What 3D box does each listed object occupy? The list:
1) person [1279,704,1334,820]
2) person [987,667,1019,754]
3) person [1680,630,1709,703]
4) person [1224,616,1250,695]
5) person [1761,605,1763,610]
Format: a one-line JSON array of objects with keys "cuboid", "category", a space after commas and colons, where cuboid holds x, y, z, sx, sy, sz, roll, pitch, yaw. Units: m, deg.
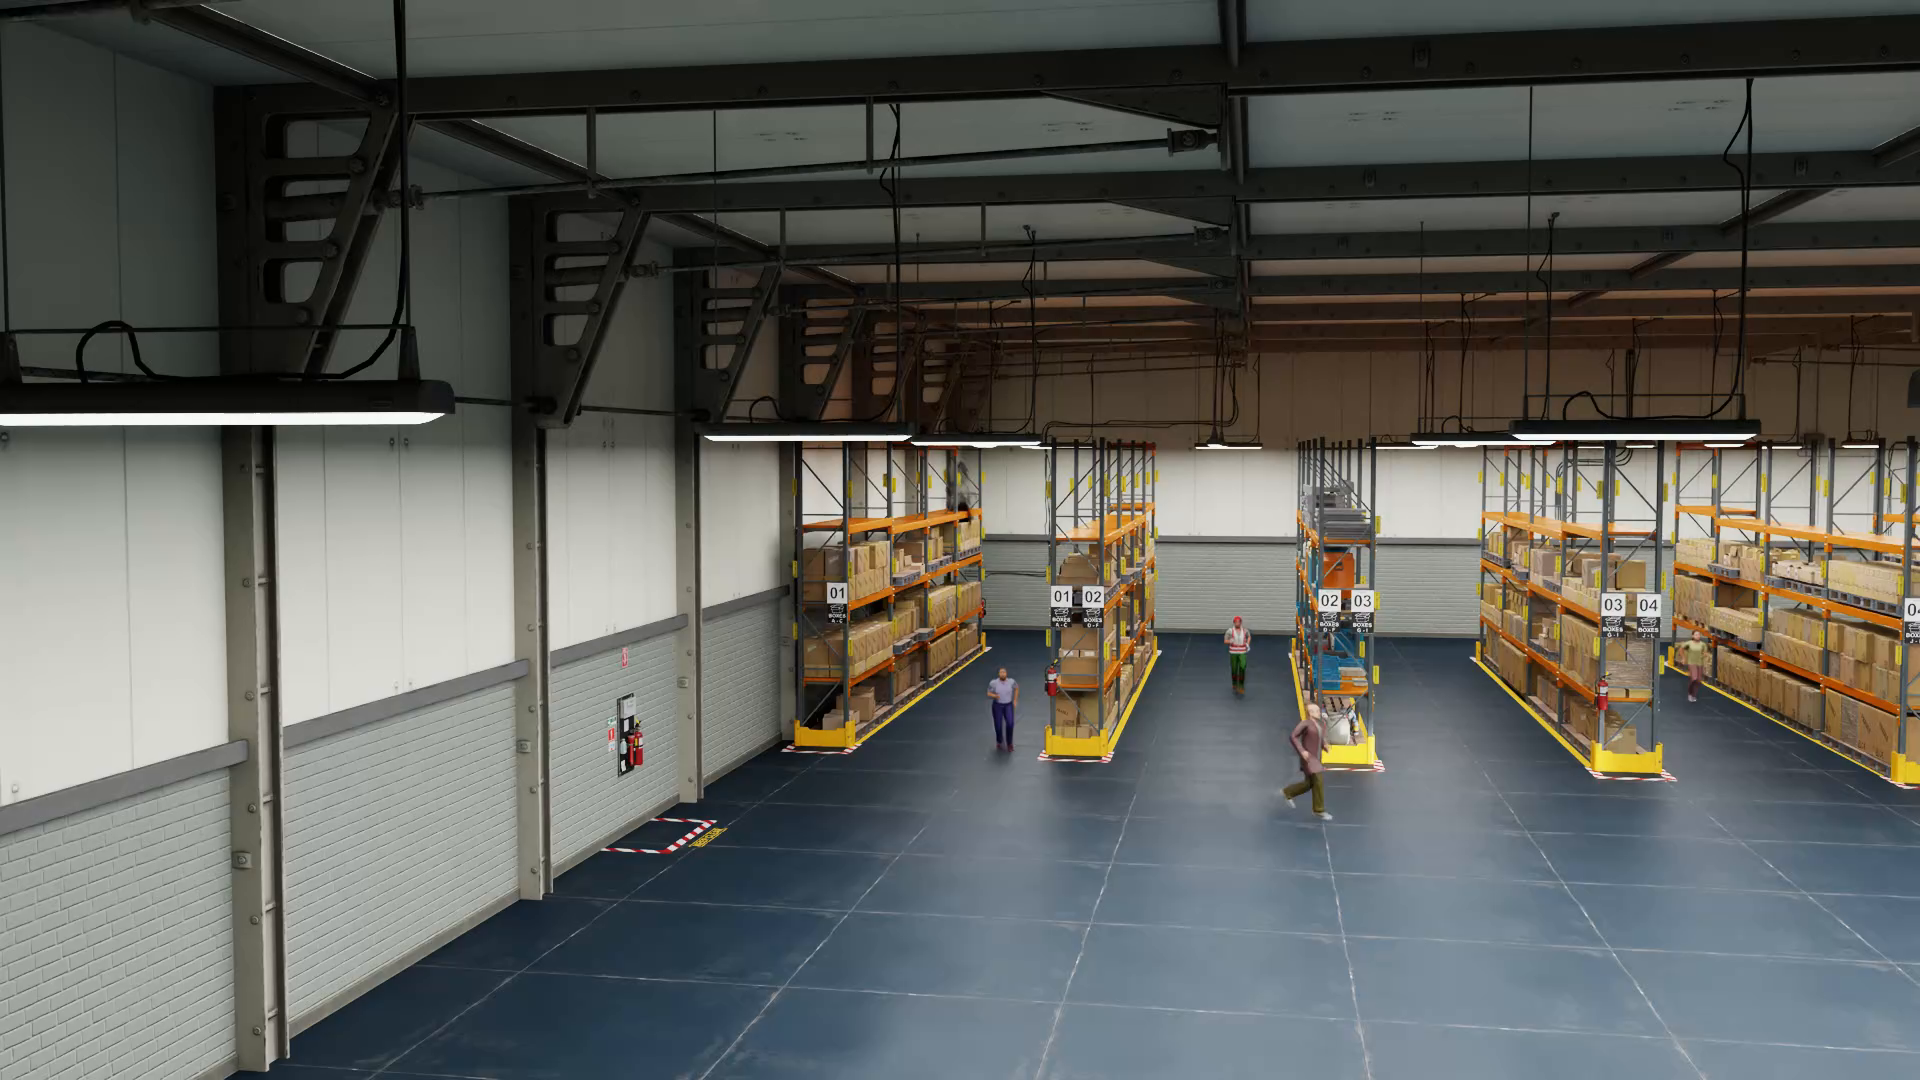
[{"cuboid": [5.490, 3.476, 26.220, 0.980, 1.792, 0.737, 2, 4, 38], "category": "person"}, {"cuboid": [0.824, 3.247, 31.811, 0.615, 1.652, 0.783, 0, 3, 0], "category": "person"}, {"cuboid": [16.785, 2.884, 37.959, 0.549, 1.644, 0.643, 0, 3, 4], "category": "person"}, {"cuboid": [6.591, 2.726, 39.545, 0.620, 1.840, 0.775, 0, 3, 6], "category": "person"}, {"cuboid": [21.057, 2.548, 43.789, 0.679, 1.816, 0.723, 0, 3, -1], "category": "person"}]
